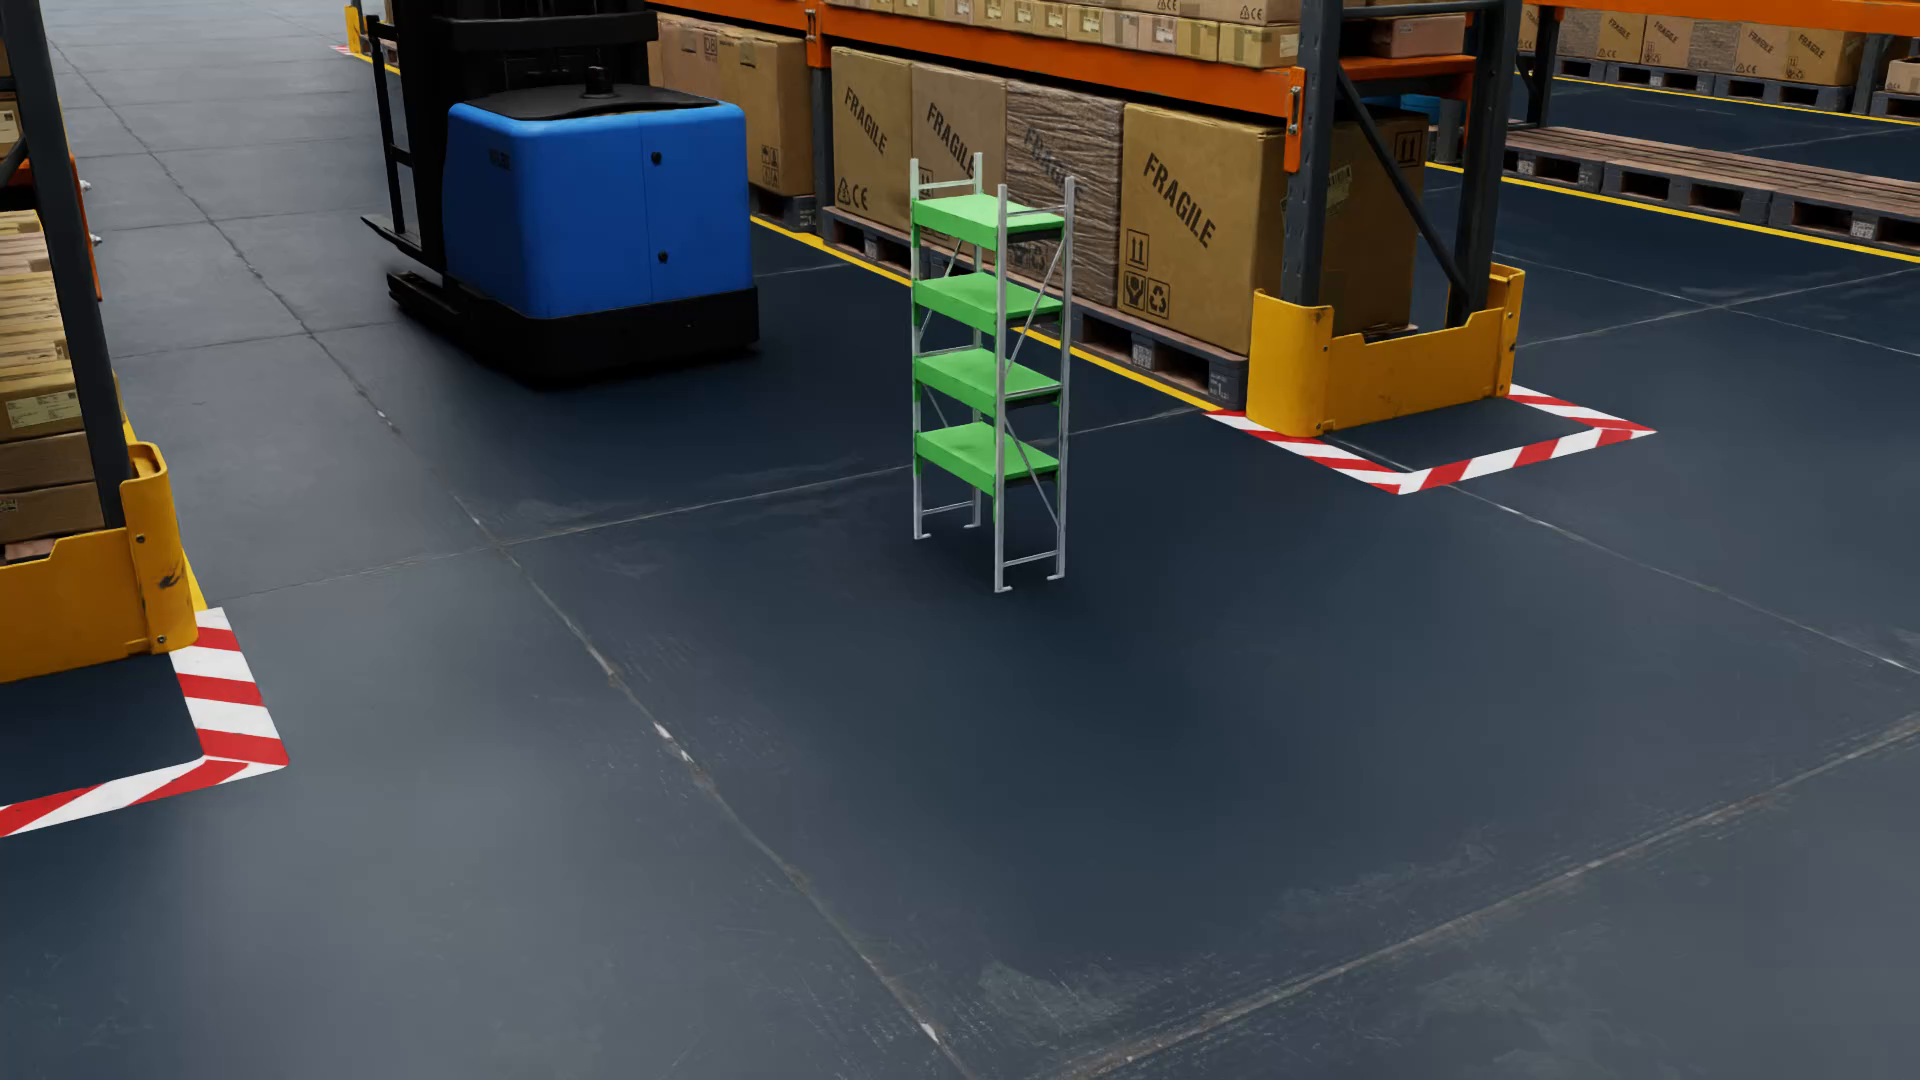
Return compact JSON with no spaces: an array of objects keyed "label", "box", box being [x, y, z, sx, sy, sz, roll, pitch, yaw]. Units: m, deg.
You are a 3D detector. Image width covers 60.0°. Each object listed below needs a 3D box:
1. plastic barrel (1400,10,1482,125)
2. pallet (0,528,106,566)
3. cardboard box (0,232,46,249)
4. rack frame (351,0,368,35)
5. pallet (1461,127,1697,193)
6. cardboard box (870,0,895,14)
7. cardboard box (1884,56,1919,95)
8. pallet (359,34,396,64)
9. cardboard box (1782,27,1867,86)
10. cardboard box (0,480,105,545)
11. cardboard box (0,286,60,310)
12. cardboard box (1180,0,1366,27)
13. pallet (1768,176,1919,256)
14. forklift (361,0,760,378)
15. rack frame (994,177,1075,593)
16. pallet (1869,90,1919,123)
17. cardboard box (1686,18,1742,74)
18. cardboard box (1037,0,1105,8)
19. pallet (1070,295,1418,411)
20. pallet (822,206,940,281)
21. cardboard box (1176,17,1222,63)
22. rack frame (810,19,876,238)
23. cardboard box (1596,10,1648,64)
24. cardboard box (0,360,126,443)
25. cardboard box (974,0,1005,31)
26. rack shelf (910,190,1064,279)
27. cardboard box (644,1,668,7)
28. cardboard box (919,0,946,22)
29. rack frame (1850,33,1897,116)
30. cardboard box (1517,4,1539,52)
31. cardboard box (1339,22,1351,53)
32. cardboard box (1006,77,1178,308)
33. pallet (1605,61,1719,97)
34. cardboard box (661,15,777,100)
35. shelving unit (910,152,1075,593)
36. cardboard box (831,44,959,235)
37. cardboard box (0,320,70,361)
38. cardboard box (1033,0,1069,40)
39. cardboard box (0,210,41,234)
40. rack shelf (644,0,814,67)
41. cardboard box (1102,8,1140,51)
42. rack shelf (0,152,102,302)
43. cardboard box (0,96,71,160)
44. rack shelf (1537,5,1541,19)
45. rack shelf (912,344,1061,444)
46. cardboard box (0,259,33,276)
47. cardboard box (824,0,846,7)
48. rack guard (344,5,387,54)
[{"label":"plastic barrel","box":[3.620,-3.588,12.385,0.600,0.901,0.708,-13,25,-28]},{"label":"pallet","box":[-3.071,-0.020,5.081,1.003,0.211,1.213,-13,25,-28]},{"label":"cardboard box","box":[-3.704,-1.074,6.408,0.380,0.149,0.250,-14,26,-31]},{"label":"rack frame","box":[-6.505,-7.118,18.841,1.000,3.000,0.127,-13,25,-28]},{"label":"pallet","box":[4.292,-2.664,11.586,1.003,0.211,1.213,-13,25,-28]},{"label":"cardboard box","box":[-0.241,-2.788,8.520,0.380,0.149,0.250,-12,25,-27]},{"label":"cardboard box","box":[8.172,-3.919,13.956,0.500,0.311,0.500,-13,25,-28]},{"label":"pallet","box":[-6.081,-5.532,18.642,1.003,0.211,1.213,-13,25,-28]},{"label":"cardboard box","box":[7.645,-4.289,14.614,0.500,0.500,0.500,-13,25,-29]},{"label":"cardboard box","box":[-2.640,-0.123,4.858,0.380,0.149,0.250,-12,25,-27]},{"label":"cardboard box","box":[-3.217,-0.730,5.563,0.380,0.149,0.250,-12,25,-26]},{"label":"cardboard box","box":[1.192,-2.113,6.331,0.500,0.250,0.500,-13,26,-29]},{"label":"pallet","box":[5.538,-1.874,9.643,1.003,0.211,1.213,-13,25,-28]},{"label":"forklift","box":[-2.128,-2.521,7.621,1.130,2.935,3.031,-15,26,-32]},{"label":"rack frame","box":[0.209,-0.423,4.759,0.240,1.200,0.015,-13,25,-28]},{"label":"pallet","box":[8.493,-3.624,13.947,1.003,0.211,1.213,-13,25,-28]},{"label":"cardboard box","box":[7.144,-4.613,15.412,0.500,0.500,0.500,-12,25,-28]},{"label":"cardboard box","box":[0.674,-2.442,7.141,0.500,0.250,0.500,-14,26,-30]},{"label":"pallet","box":[1.192,-0.891,7.223,1.003,0.211,1.213,-13,25,-28]},{"label":"pallet","box":[-0.054,-1.681,9.167,1.003,0.211,1.213,-13,25,-28]},{"label":"cardboard box","box":[1.069,-1.958,6.480,0.380,0.149,0.250,-12,25,-28]},{"label":"rack frame","box":[-0.375,-3.234,9.284,1.000,3.000,0.127,-13,25,-28]},{"label":"cardboard box","box":[6.611,-4.945,16.229,0.500,0.500,0.500,-13,25,-29]},{"label":"cardboard box","box":[-2.623,-0.402,4.756,0.380,0.149,0.250,-14,26,-31]},{"label":"cardboard box","box":[0.288,-2.454,7.698,0.380,0.149,0.250,-13,26,-30]},{"label":"rack shelf","box":[0.085,-0.888,4.797,0.258,0.148,0.480,-13,25,-28]},{"label":"cardboard box","box":[-2.084,-3.512,12.231,1.225,0.875,0.875,-14,26,-31]},{"label":"cardboard box","box":[0.026,-2.620,8.108,0.380,0.149,0.250,-13,25,-29]},{"label":"rack frame","box":[8.143,-5.138,13.969,1.000,3.000,0.127,-13,25,-28]},{"label":"cardboard box","box":[6.087,-5.276,17.045,0.500,0.500,0.500,-11,25,-26]},{"label":"cardboard box","box":[1.638,-2.084,6.788,0.380,0.149,0.250,-13,25,-29]},{"label":"cardboard box","box":[0.808,-1.636,7.616,0.875,0.875,0.875,-13,25,-28]},{"label":"pallet","box":[7.068,-4.498,16.097,1.003,0.211,1.213,-13,25,-28]},{"label":"cardboard box","box":[-1.176,-2.937,10.817,1.225,0.875,0.875,-14,26,-30]},{"label":"shelving unit","box":[0.085,-0.502,4.954,0.258,1.200,0.503,-13,25,-28]},{"label":"cardboard box","box":[-0.107,-2.215,9.042,0.875,0.875,0.875,-13,25,-28]},{"label":"cardboard box","box":[-2.886,-0.574,5.180,0.380,0.149,0.250,-13,25,-28]},{"label":"cardboard box","box":[0.547,-2.289,7.293,0.380,0.149,0.250,-13,25,-28]},{"label":"cardboard box","box":[-3.987,-1.243,6.823,0.380,0.149,0.250,-13,25,-29]},{"label":"rack shelf","box":[-1.397,-3.548,11.012,1.077,0.370,4.000,-13,25,-28]},{"label":"cardboard box","box":[0.814,-2.121,6.880,0.380,0.149,0.250,-12,25,-27]},{"label":"rack shelf","box":[-3.669,-1.332,5.560,1.077,0.370,4.000,-13,25,-28]},{"label":"cardboard box","box":[-2.531,-1.069,4.292,0.380,0.149,0.250,-13,25,-29]},{"label":"rack shelf","box":[2.861,-4.501,13.356,1.077,0.370,4.000,-13,25,-28]},{"label":"rack shelf","box":[0.085,-0.443,4.978,0.258,0.148,0.480,-13,25,-28]},{"label":"cardboard box","box":[-3.523,-0.887,5.949,0.380,0.149,0.250,-13,25,-28]},{"label":"cardboard box","box":[-0.510,-2.958,8.939,0.380,0.149,0.250,-13,25,-28]},{"label":"rack guard","box":[-6.466,-5.936,19.251,1.175,0.500,0.348,-13,25,-28]}]
